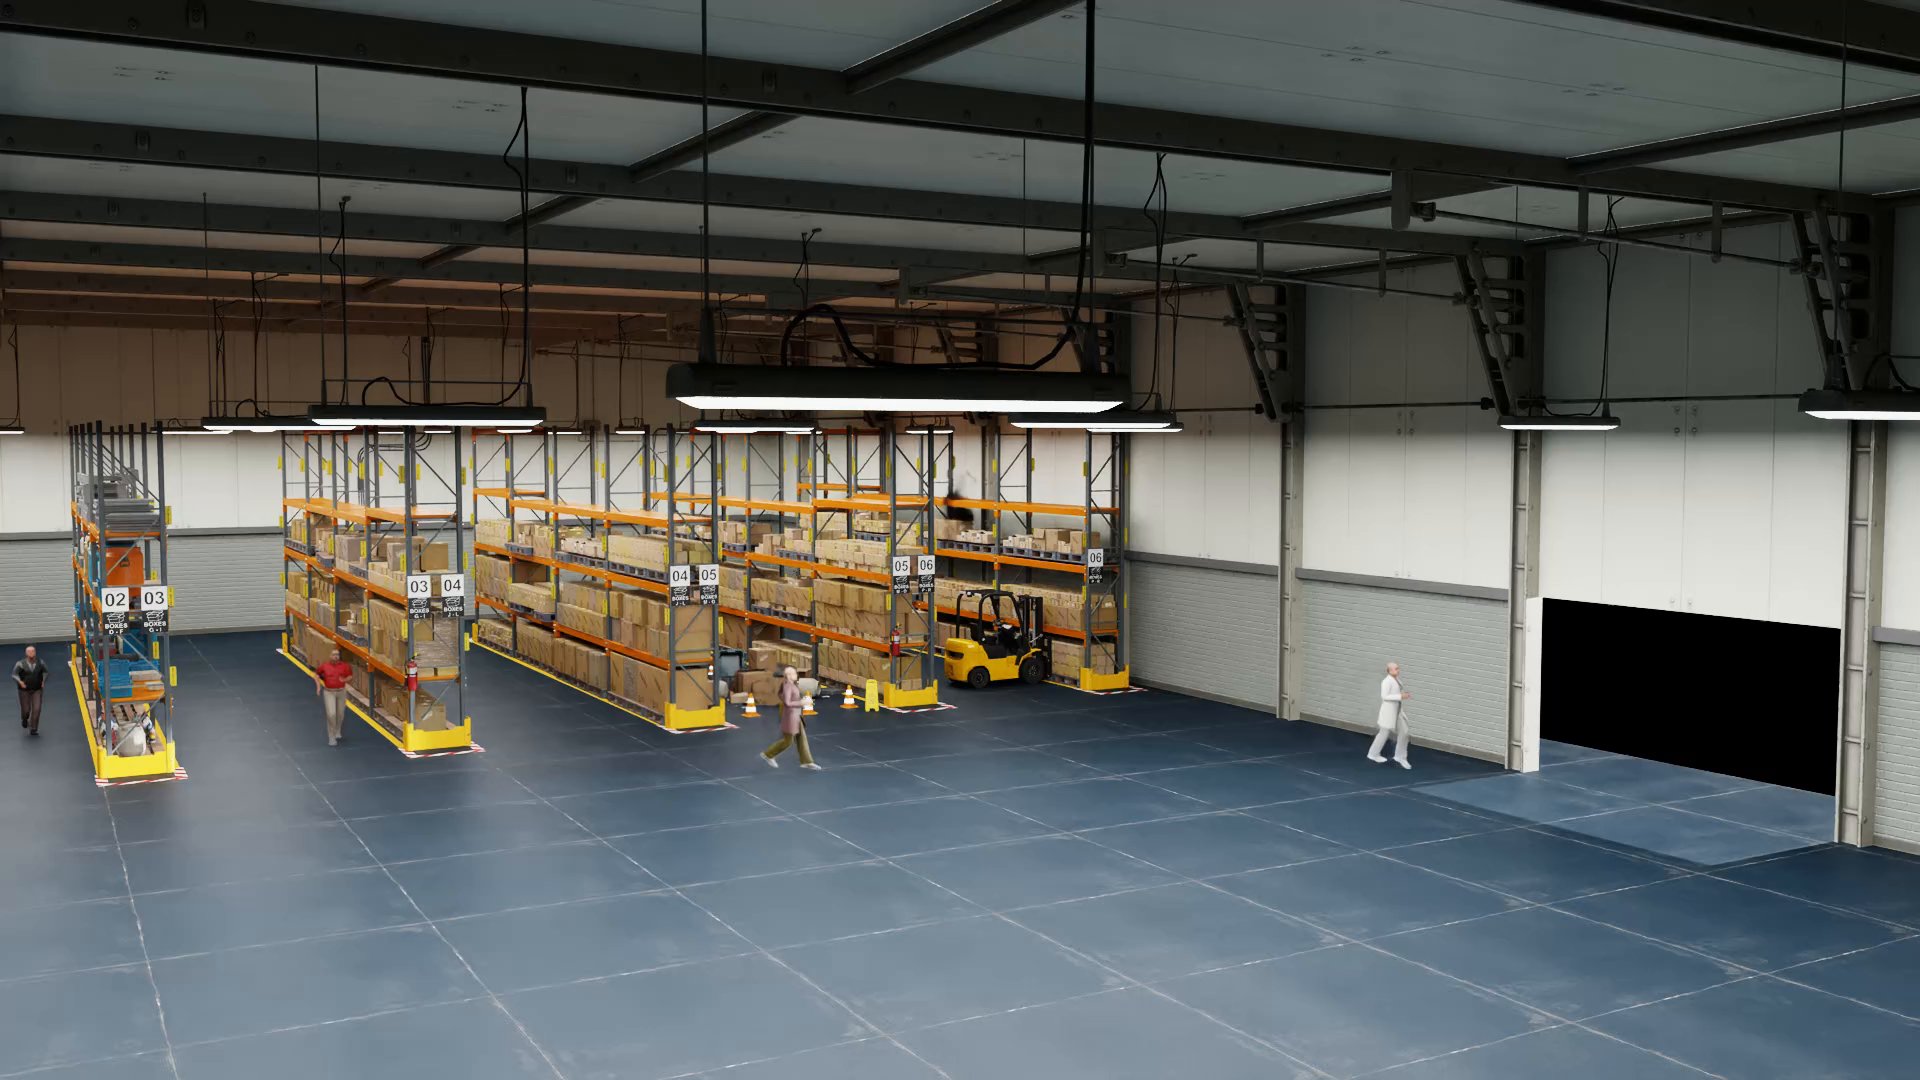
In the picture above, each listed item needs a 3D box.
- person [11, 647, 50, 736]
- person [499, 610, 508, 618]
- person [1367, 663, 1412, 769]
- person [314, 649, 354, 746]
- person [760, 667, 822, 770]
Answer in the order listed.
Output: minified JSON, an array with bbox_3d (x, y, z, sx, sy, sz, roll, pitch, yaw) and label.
[{"bbox_3d":[-17.880,2.894,32.018,0.657,1.697,0.752,-3,4,-37],"label":"person"},{"bbox_3d":[-13.198,1.897,48.425,0.635,1.688,0.627,-2,4,-28],"label":"person"},{"bbox_3d":[7.495,3.043,28.921,0.809,1.837,0.699,3,5,41],"label":"person"},{"bbox_3d":[-11.705,2.934,31.161,0.637,1.792,0.774,-2,4,-33],"label":"person"},{"bbox_3d":[-2.891,3.059,28.392,1.049,1.779,0.710,0,4,4],"label":"person"}]
